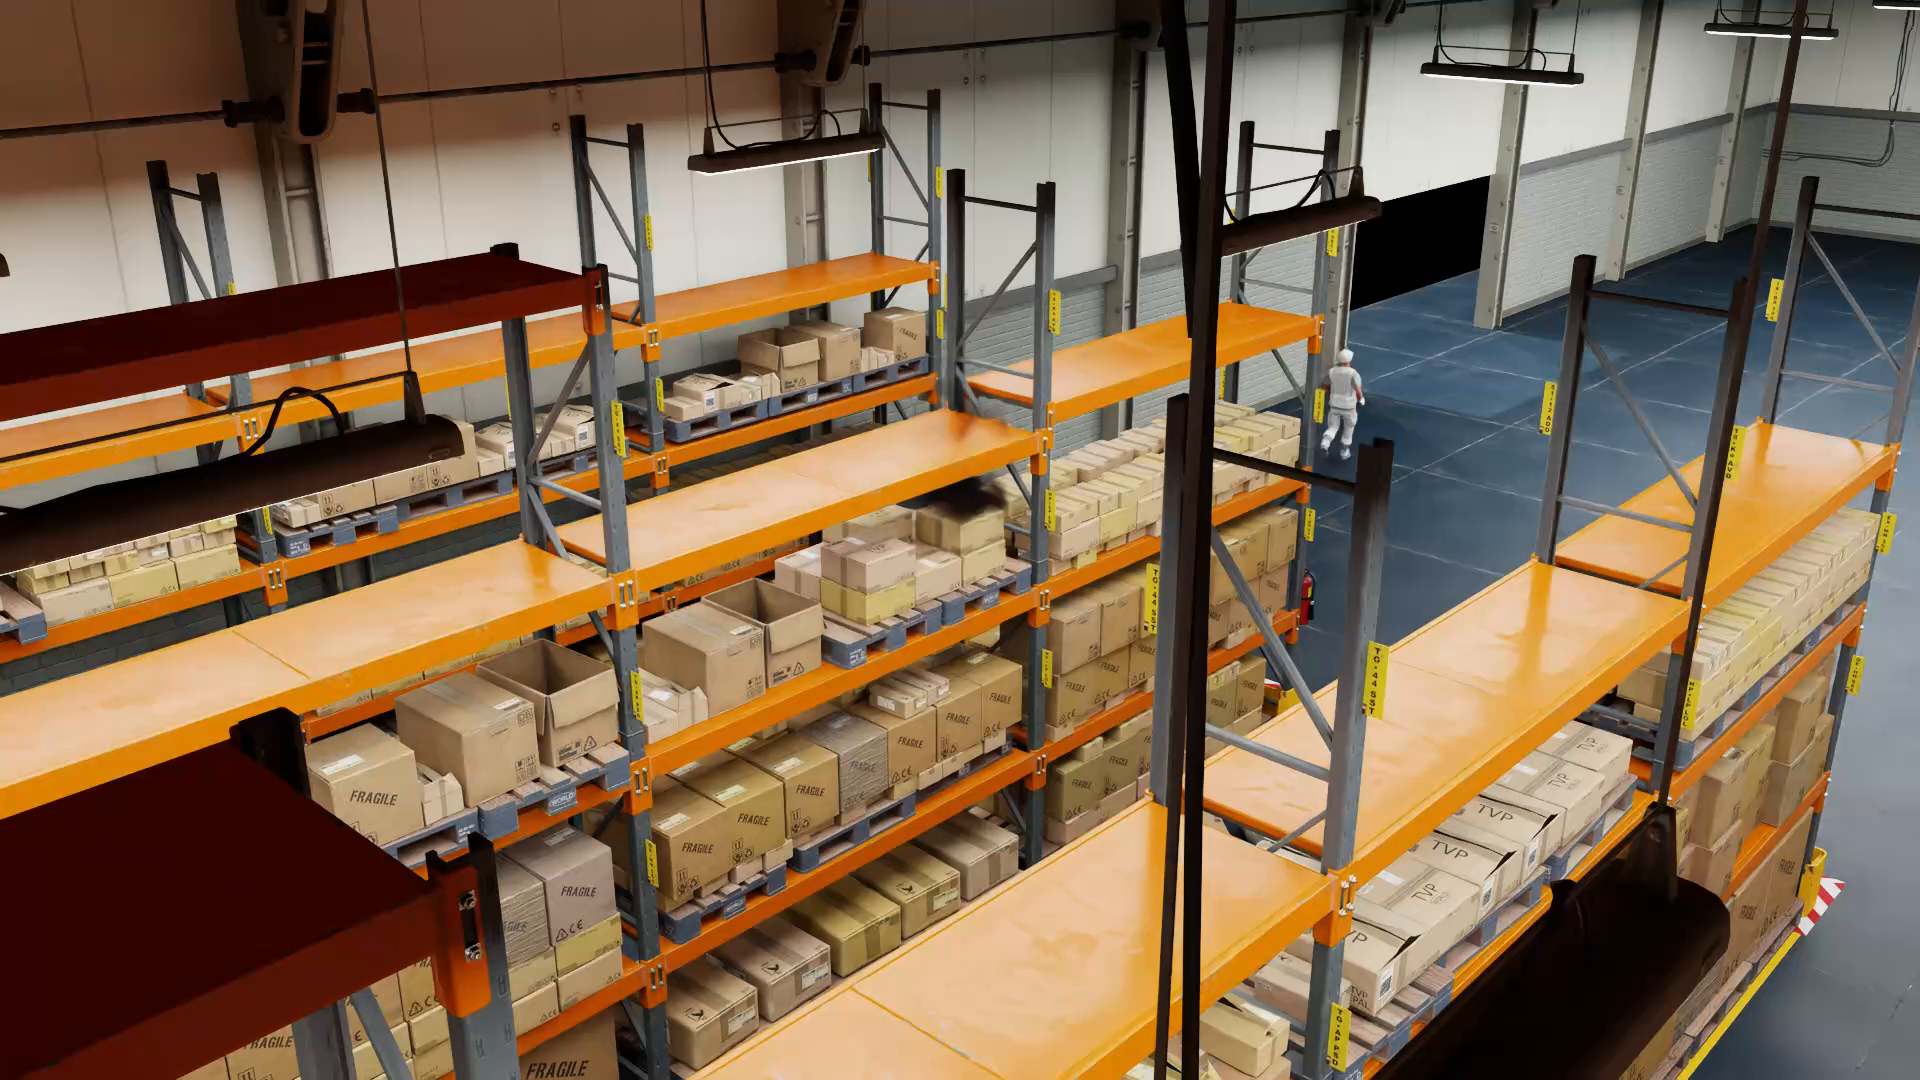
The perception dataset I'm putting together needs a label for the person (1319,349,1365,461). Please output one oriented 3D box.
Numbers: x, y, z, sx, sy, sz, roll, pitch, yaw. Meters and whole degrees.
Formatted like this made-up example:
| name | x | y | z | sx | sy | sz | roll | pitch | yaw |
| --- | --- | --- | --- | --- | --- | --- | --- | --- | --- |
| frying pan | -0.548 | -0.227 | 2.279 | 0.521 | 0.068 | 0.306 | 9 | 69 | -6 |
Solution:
| name | x | y | z | sx | sy | sz | roll | pitch | yaw |
| --- | --- | --- | --- | --- | --- | --- | --- | --- | --- |
| person | 5.670 | -1.983 | 24.710 | 0.668 | 1.758 | 0.849 | 14 | 25 | 31 |
